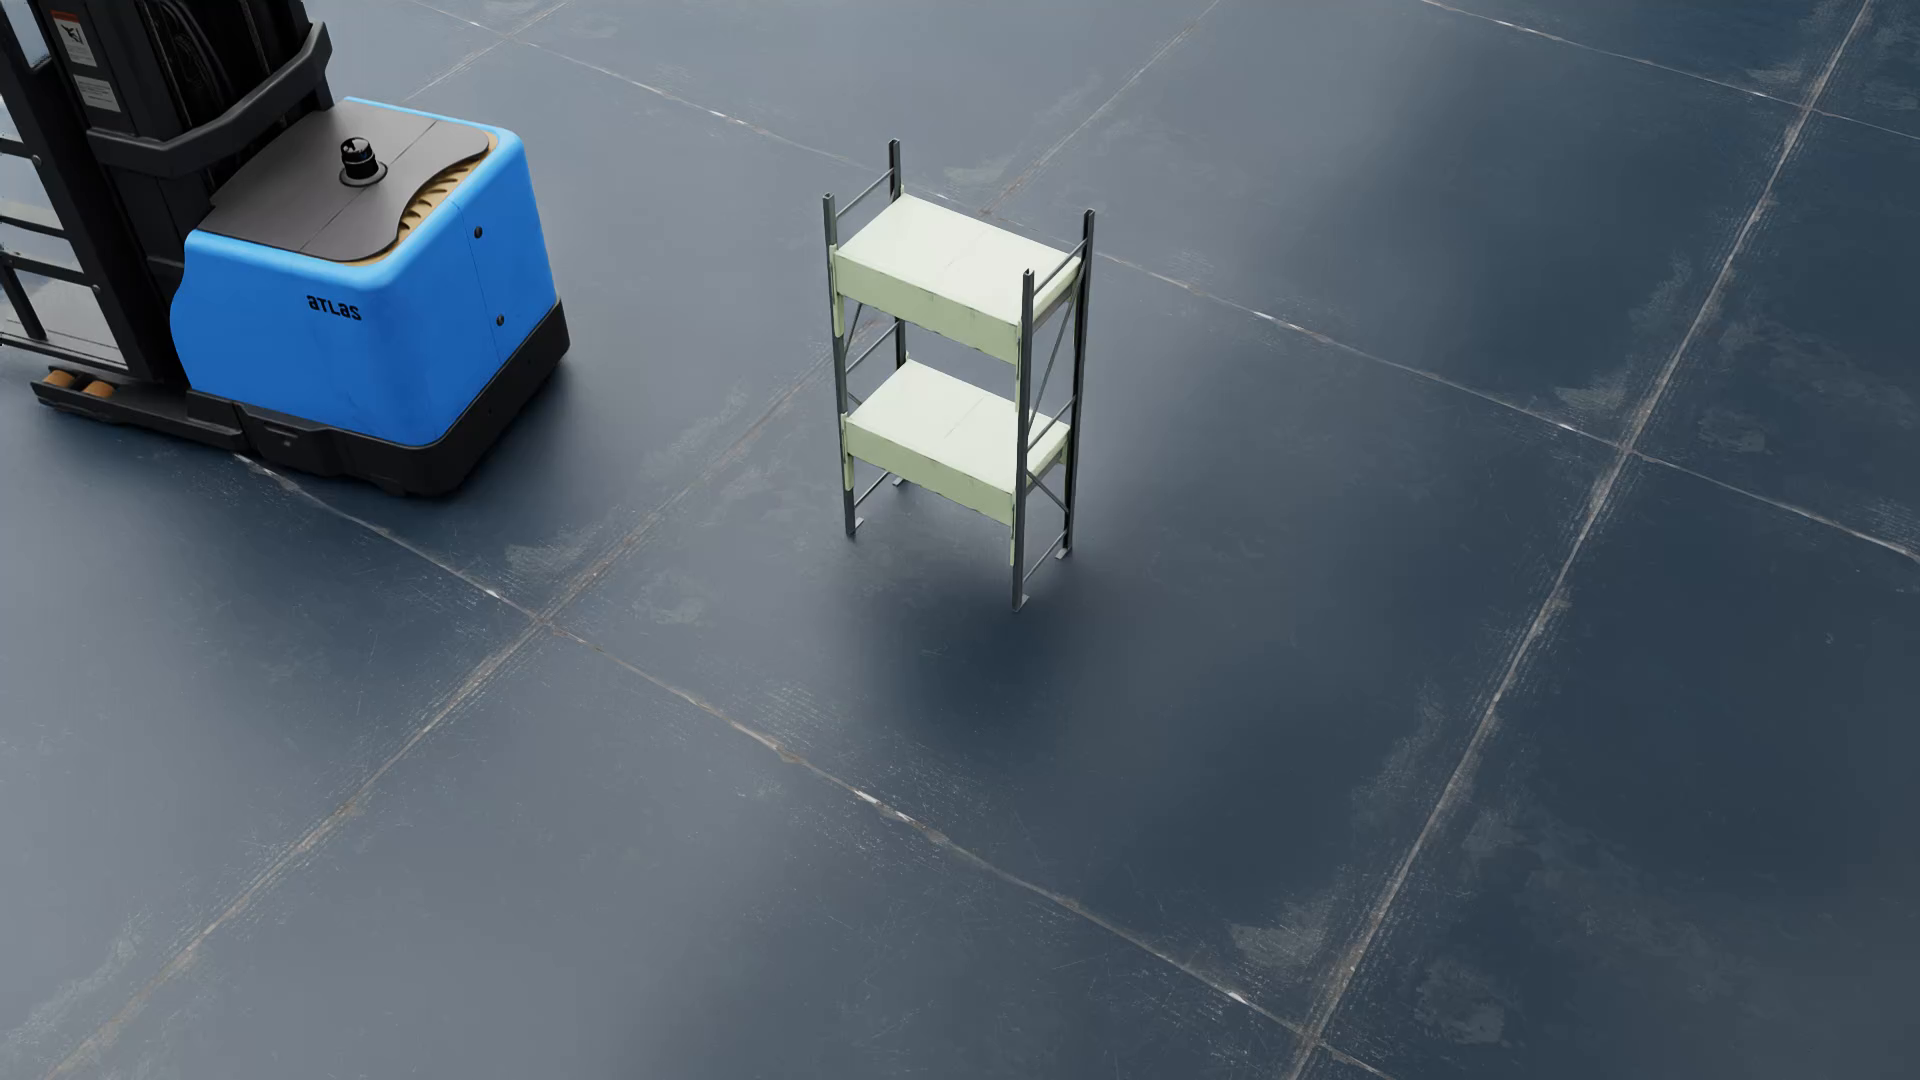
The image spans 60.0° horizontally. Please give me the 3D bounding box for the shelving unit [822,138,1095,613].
[{"bbox_3d":[-0.006,-0.525,5.715,0.755,1.500,0.431,25,51,22],"label":"shelving unit"}]

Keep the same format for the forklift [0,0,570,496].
[{"bbox_3d":[-3.201,-1.838,5.992,3.031,2.935,1.130,14,48,14],"label":"forklift"}]

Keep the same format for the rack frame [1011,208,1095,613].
[{"bbox_3d":[0.302,-0.384,5.577,0.023,1.500,0.400,25,51,22],"label":"rack frame"}]

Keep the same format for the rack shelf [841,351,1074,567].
[{"bbox_3d":[-0.006,-0.298,5.948,0.720,0.370,0.431,25,51,22],"label":"rack shelf"}]

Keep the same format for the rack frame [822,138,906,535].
[{"bbox_3d":[-0.314,-0.667,5.852,0.023,1.500,0.400,25,51,22],"label":"rack frame"}]

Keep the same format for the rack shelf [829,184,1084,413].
[{"bbox_3d":[-0.006,-0.797,5.435,0.720,0.370,0.431,25,51,22],"label":"rack shelf"}]
